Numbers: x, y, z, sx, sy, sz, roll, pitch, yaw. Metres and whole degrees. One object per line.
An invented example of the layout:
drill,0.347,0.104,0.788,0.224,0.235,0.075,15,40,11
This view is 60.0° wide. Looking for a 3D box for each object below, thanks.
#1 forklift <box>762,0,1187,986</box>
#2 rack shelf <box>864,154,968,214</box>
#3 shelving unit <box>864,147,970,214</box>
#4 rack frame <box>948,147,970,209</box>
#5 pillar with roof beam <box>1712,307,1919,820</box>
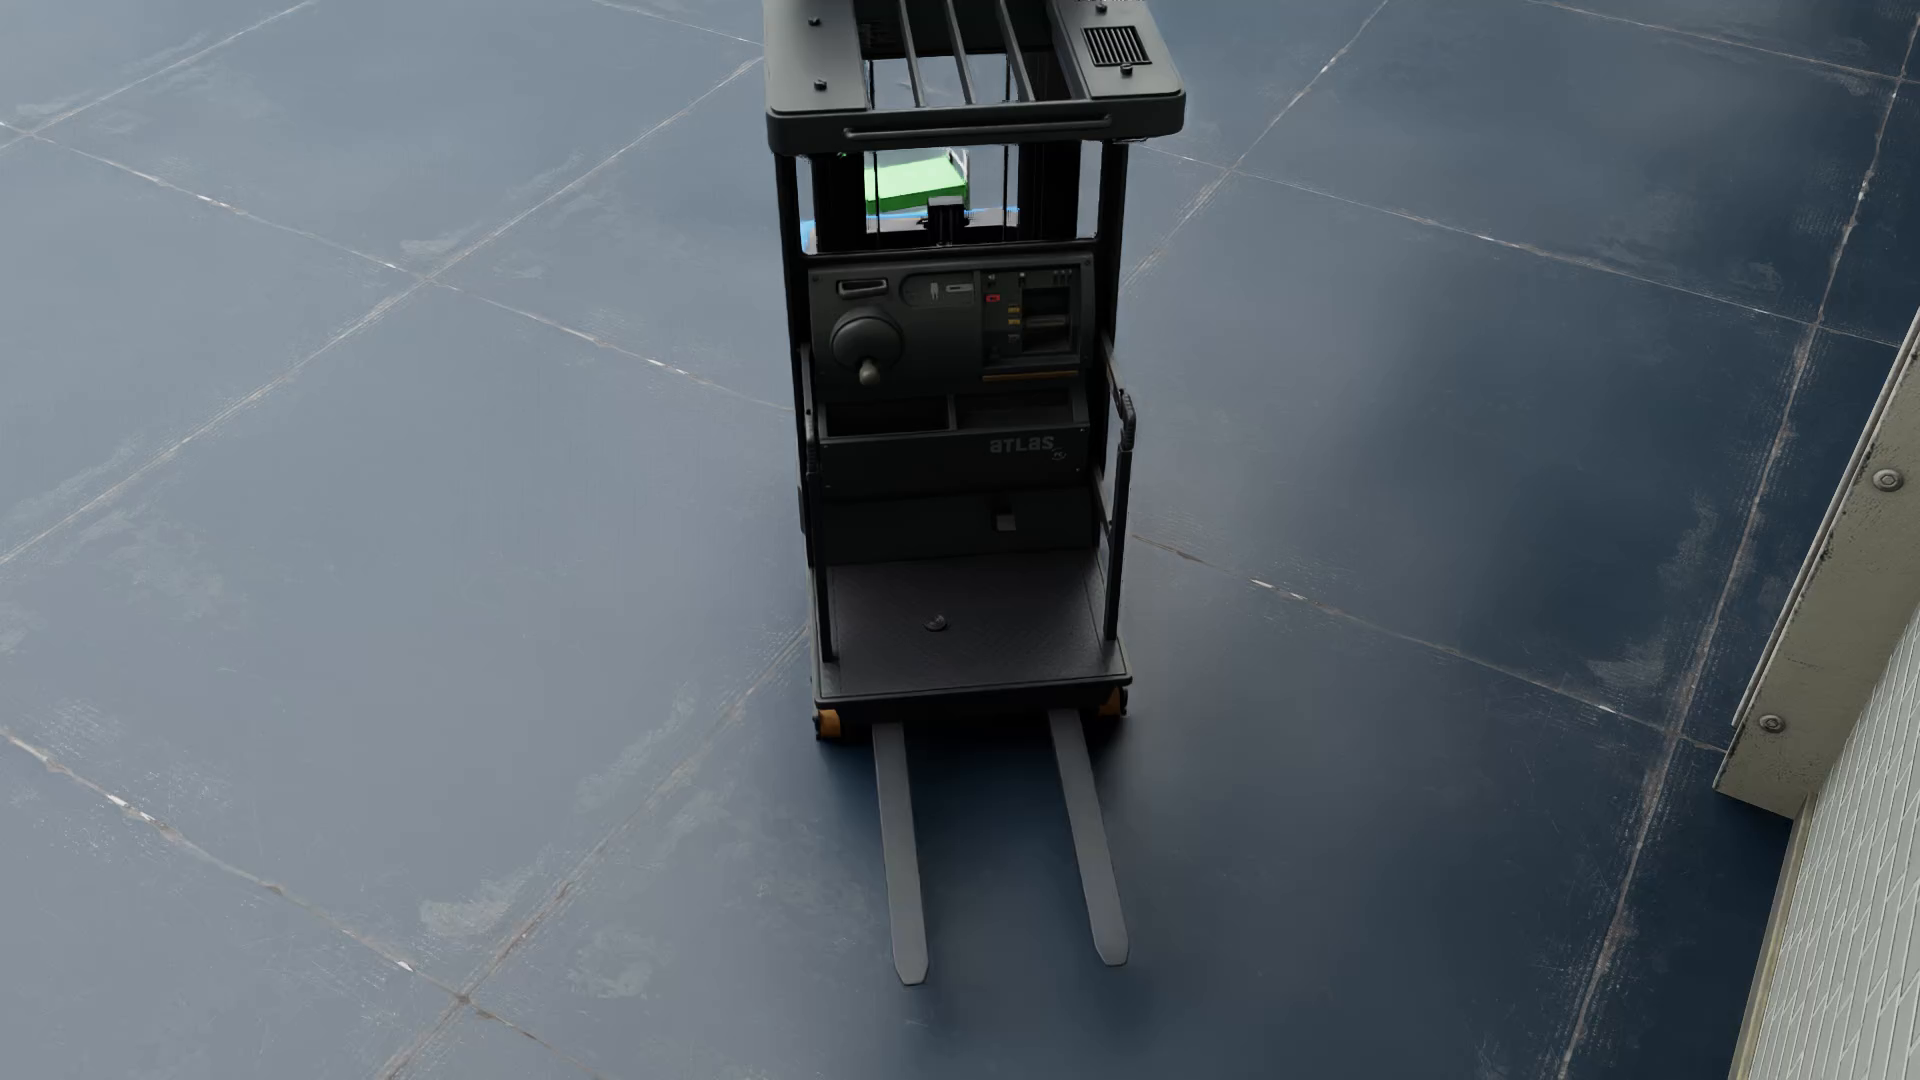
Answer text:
forklift,0.003,-0.634,5.253,1.130,2.935,3.031,-4,42,-5
rack shelf,-0.235,-1.424,6.828,0.480,0.148,0.258,-12,42,-14
shelving unit,-0.234,-1.109,7.099,0.503,1.200,0.258,-12,42,-14
rack frame,-0.002,-1.160,7.157,0.015,1.200,0.240,-12,42,-14
pillar with roof beam,-0.885,-4.000,4.483,9.100,9.000,0.400,21,45,22
